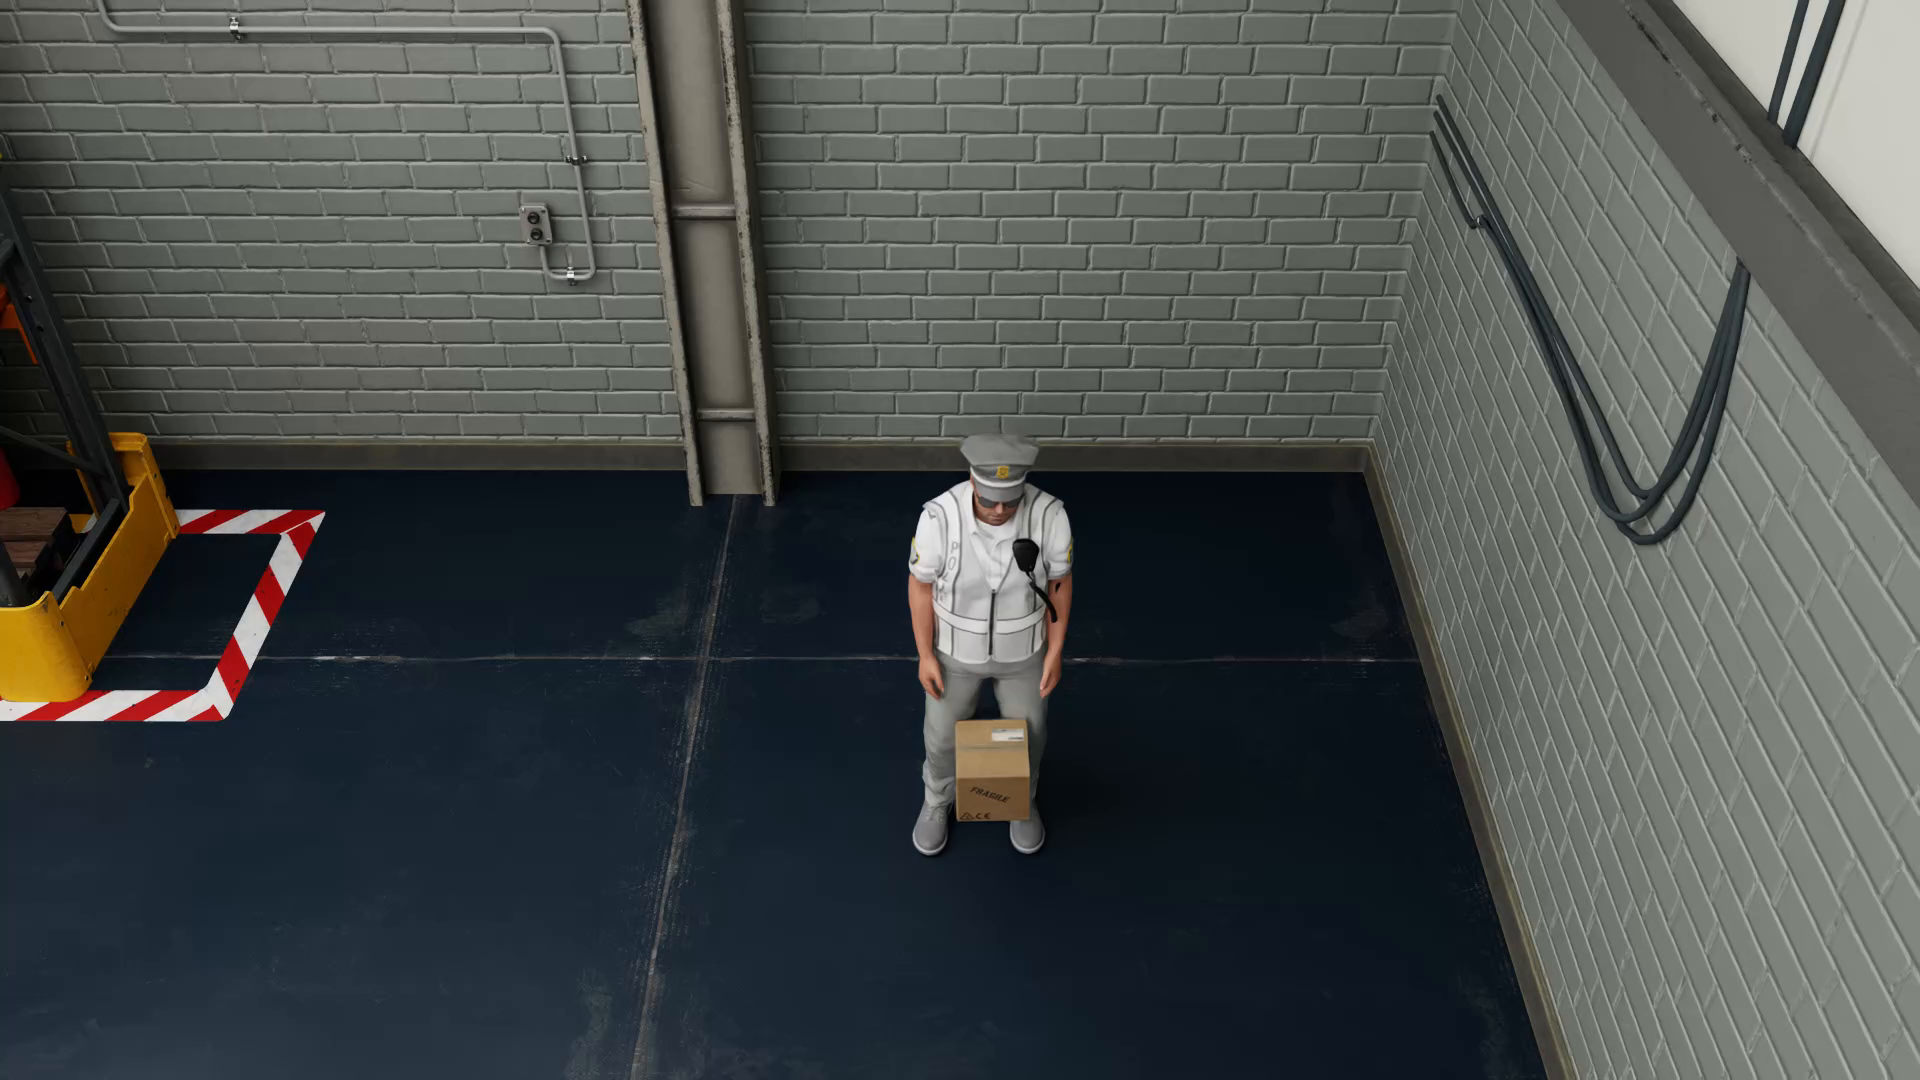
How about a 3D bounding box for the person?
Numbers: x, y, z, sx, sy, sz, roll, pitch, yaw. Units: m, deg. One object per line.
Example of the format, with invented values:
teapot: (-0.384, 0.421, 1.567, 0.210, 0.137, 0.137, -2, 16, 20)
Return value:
person: (0.102, 0.349, 5.717, 0.560, 1.755, 0.437, -1, 39, -1)
